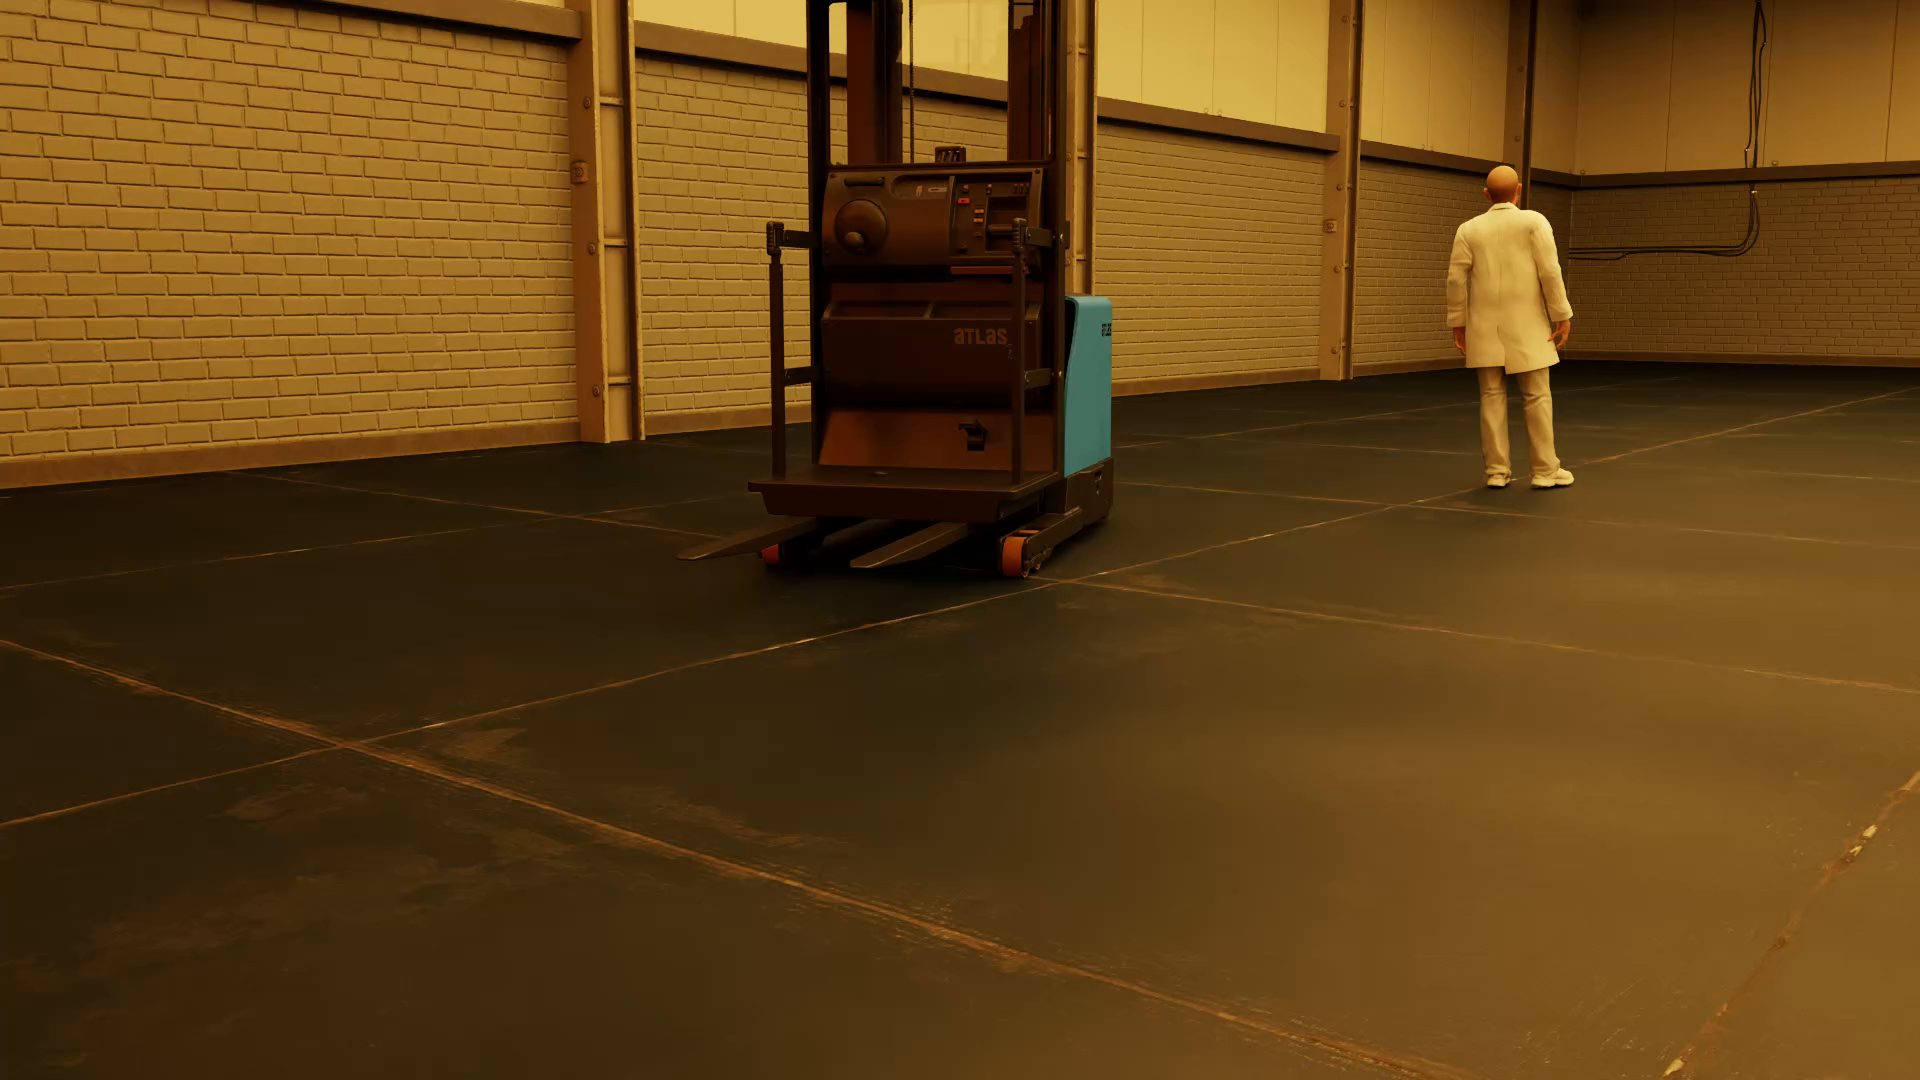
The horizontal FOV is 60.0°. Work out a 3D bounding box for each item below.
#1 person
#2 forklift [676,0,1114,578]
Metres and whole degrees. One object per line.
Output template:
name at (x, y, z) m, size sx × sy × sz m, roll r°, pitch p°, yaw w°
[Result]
person at (3.116, -1.197, 9.389) m, size 0.698 × 1.778 × 0.579 m, roll 6°, pitch 10°, yaw 34°
forklift at (-0.176, -1.366, 6.616) m, size 1.130 × 2.935 × 3.031 m, roll 3°, pitch 9°, yaw 17°
